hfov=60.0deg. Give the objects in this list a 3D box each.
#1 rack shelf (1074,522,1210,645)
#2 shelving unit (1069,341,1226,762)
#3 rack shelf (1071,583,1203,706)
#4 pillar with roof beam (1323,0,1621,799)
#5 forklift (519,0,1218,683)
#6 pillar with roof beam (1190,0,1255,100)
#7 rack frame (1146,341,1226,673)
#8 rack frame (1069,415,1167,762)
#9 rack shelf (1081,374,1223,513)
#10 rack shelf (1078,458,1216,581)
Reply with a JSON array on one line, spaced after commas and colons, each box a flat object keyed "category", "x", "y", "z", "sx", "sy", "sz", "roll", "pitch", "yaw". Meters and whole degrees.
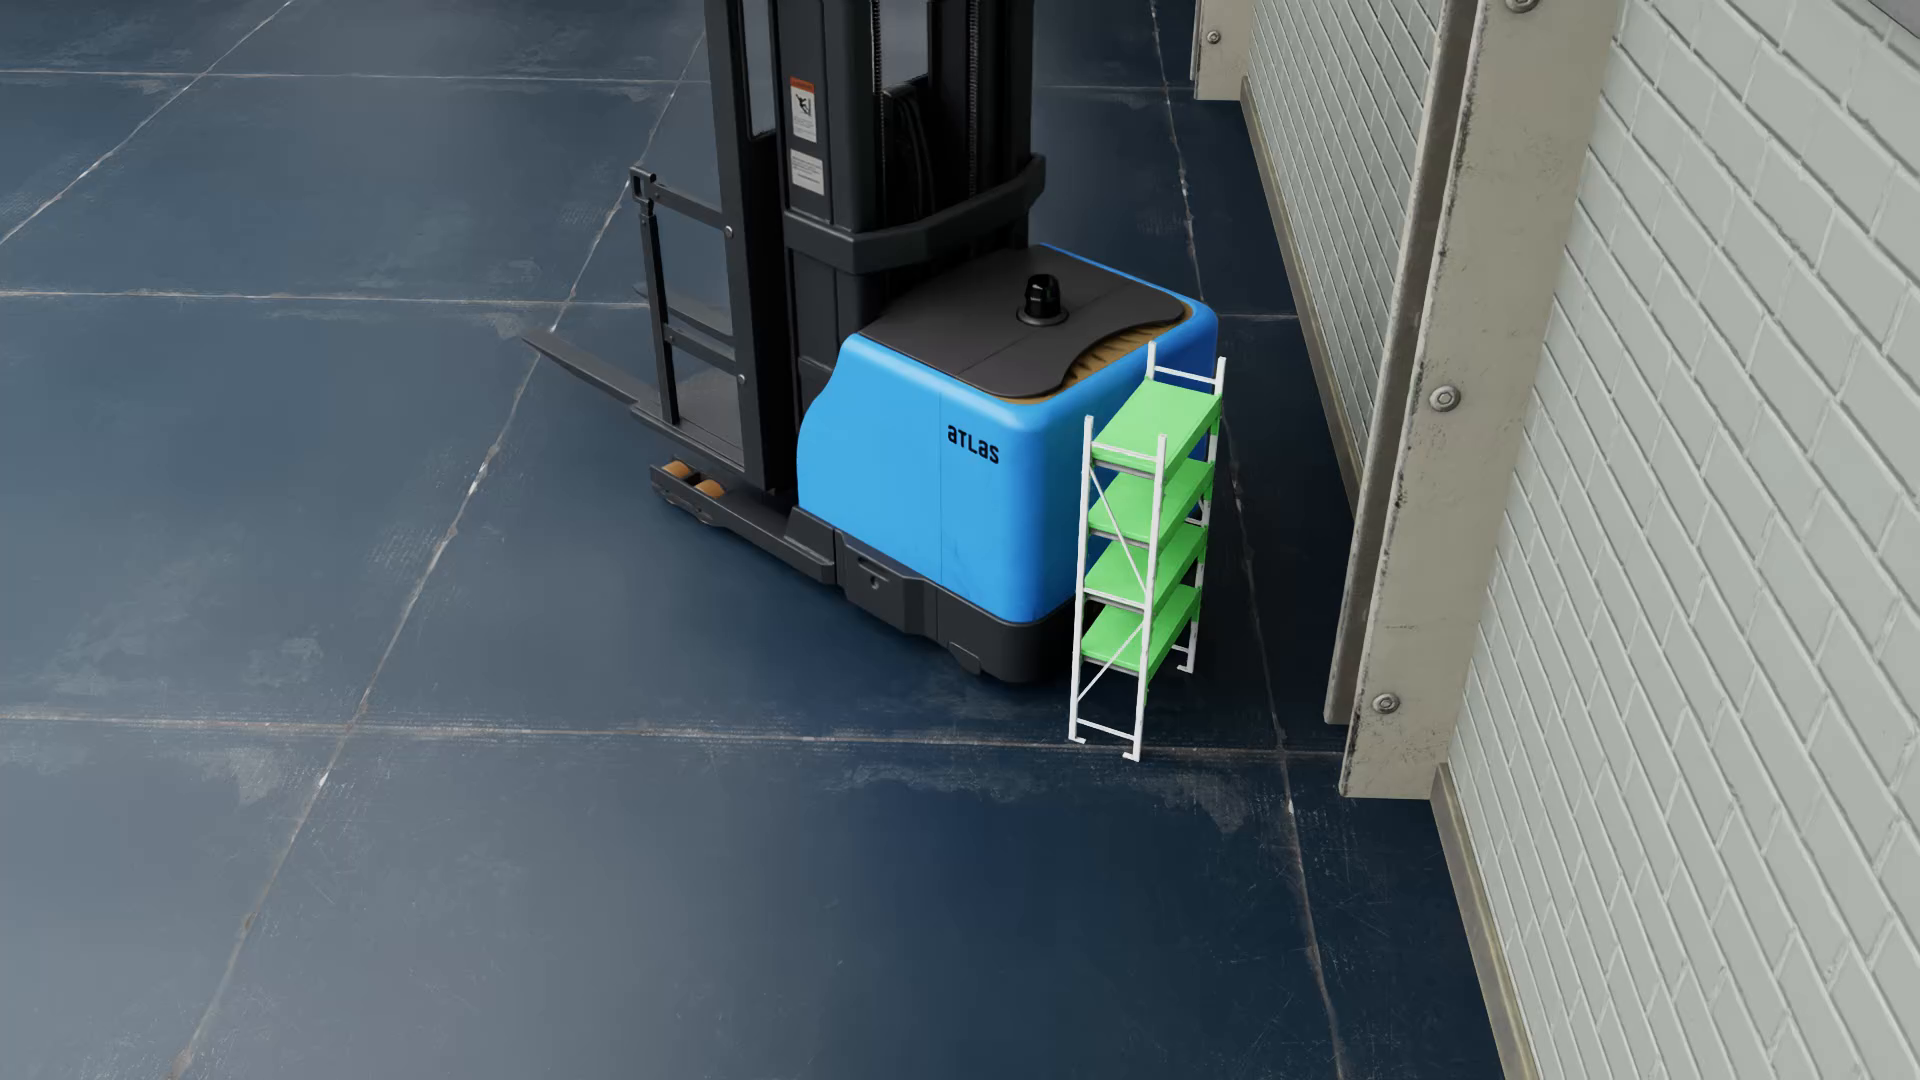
[{"category": "rack shelf", "x": 0.570, "y": 0.102, "z": 5.173, "sx": 0.258, "sy": 0.148, "sz": 0.480, "roll": 16, "pitch": 38, "yaw": 22}, {"category": "shelving unit", "x": 0.570, "y": 0.050, "z": 5.136, "sx": 0.258, "sy": 1.200, "sz": 0.503, "roll": 16, "pitch": 38, "yaw": 22}, {"category": "rack shelf", "x": 0.570, "y": 0.298, "z": 5.311, "sx": 0.258, "sy": 0.148, "sz": 0.480, "roll": 16, "pitch": 38, "yaw": 22}, {"category": "pillar with roof beam", "x": -2.966, "y": -3.101, "z": 2.836, "sx": 9.100, "sy": 9.000, "sz": 0.400, "roll": 1, "pitch": 35, "yaw": 2}, {"category": "forklift", "x": -0.555, "y": -1.456, "z": 5.773, "sx": 3.031, "sy": 2.935, "sz": 1.130, "roll": 28, "pitch": 44, "yaw": 34}, {"category": "pillar with roof beam", "x": -2.725, "y": -6.548, "z": 7.741, "sx": 9.100, "sy": 9.000, "sz": 0.400, "roll": 1, "pitch": 35, "yaw": 2}, {"category": "rack frame", "x": 0.679, "y": -0.076, "z": 5.314, "sx": 0.240, "sy": 1.200, "sz": 0.015, "roll": 16, "pitch": 38, "yaw": 22}, {"category": "rack frame", "x": 0.460, "y": 0.175, "z": 4.958, "sx": 0.240, "sy": 1.200, "sz": 0.015, "roll": 16, "pitch": 38, "yaw": 22}, {"category": "rack shelf", "x": 0.570, "y": -0.291, "z": 4.897, "sx": 0.258, "sy": 0.148, "sz": 0.480, "roll": 16, "pitch": 38, "yaw": 22}, {"category": "rack shelf", "x": 0.570, "y": -0.095, "z": 5.035, "sx": 0.258, "sy": 0.148, "sz": 0.480, "roll": 16, "pitch": 38, "yaw": 22}]
